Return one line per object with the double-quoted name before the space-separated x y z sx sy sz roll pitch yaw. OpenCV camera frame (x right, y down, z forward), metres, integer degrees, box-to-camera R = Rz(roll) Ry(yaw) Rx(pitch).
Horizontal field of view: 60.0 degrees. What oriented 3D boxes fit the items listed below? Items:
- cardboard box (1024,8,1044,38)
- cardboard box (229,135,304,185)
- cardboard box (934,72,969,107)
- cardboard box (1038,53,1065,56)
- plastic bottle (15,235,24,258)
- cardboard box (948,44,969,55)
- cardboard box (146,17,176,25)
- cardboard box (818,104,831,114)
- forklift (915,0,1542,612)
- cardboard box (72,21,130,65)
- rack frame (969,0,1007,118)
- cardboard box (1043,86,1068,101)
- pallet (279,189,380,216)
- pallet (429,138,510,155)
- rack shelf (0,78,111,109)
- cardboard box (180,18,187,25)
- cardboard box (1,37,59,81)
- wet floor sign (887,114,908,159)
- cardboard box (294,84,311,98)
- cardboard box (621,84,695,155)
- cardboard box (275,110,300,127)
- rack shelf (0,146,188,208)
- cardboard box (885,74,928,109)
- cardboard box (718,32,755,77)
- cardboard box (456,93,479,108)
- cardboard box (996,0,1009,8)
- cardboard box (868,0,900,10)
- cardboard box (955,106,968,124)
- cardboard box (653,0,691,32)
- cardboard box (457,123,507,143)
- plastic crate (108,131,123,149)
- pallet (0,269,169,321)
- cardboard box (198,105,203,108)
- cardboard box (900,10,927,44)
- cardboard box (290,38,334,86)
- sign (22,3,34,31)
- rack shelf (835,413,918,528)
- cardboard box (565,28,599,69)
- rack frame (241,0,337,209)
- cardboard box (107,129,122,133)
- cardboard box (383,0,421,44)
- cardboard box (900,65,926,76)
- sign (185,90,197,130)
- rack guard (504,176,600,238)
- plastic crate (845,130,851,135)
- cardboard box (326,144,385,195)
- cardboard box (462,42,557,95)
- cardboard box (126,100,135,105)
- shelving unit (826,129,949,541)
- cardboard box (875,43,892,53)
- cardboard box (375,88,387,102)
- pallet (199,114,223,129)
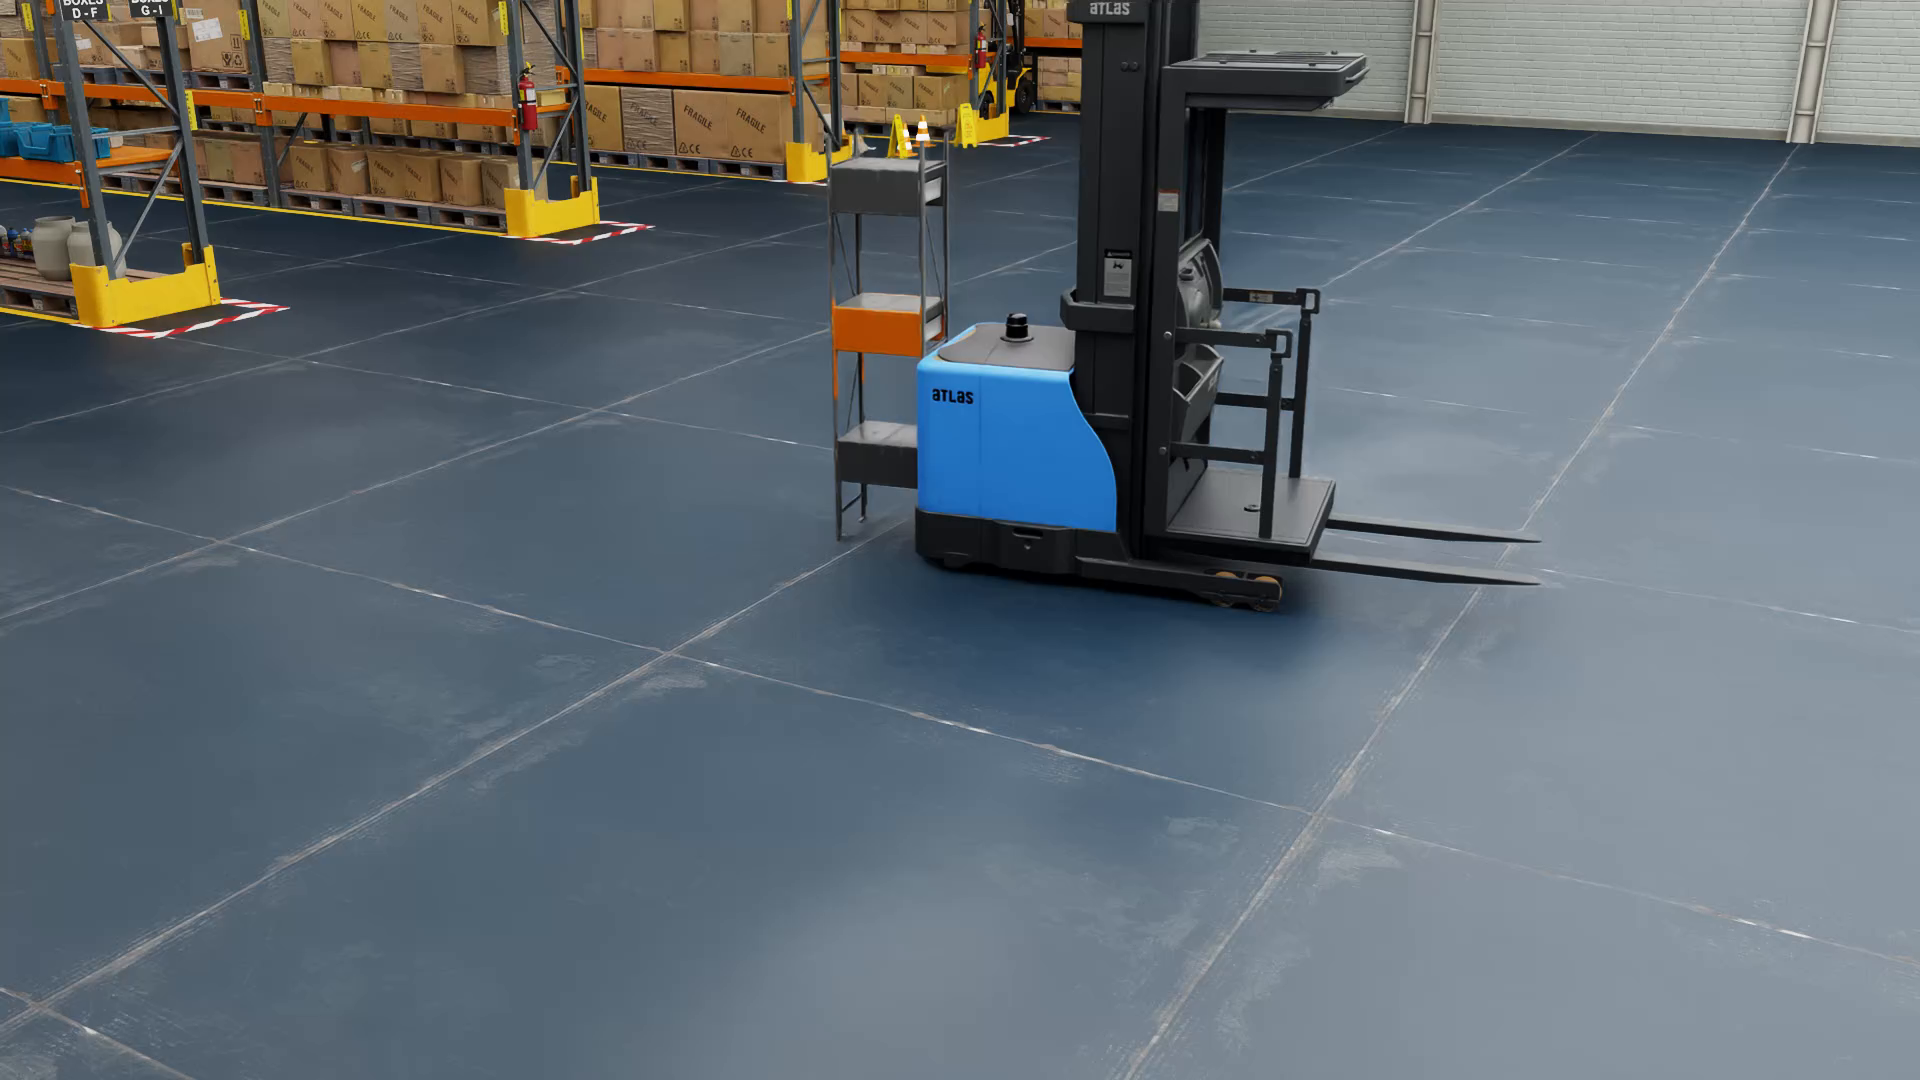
"cardboard box" 1.402 -9.478 30.449 0.500 0.500 0.500 10 22 26
"cardboard box" -8.413 -4.630 20.252 0.500 0.500 0.700 9 22 23
"cardboard box" -0.152 -7.253 26.777 0.500 0.500 0.500 10 22 26
"cardboard box" 1.659 -8.933 31.043 0.500 0.250 0.500 11 22 27
"plastic bottle" -8.714 -2.726 15.440 0.097 0.201 0.097 0 20 0
"cardboard box" 0.007 -7.656 25.939 0.250 0.149 0.380 12 23 29
"cardboard box" -12.924 -8.463 27.215 0.500 0.500 0.500 11 23 27
"cardboard box" -2.199 -7.081 27.404 0.500 0.250 0.500 12 23 30
"forklift" 1.346 -1.239 7.984 3.031 2.935 1.130 7 21 17
"cardboard box" -10.888 -6.322 21.132 0.500 0.500 0.500 8 21 21
"rack frame" 0.438 -7.775 25.901 0.127 3.000 1.000 11 23 27
"cardboard box" 1.862 -8.228 30.565 0.500 0.250 0.500 11 23 27
"pallet" -7.283 -4.078 19.798 1.213 0.211 1.003 11 23 27
"pallet" -7.159 -5.947 24.951 1.213 0.211 1.003 11 23 27
"rack shelf" -13.125 -6.150 22.475 4.000 0.370 1.077 11 23 27
"cardboard box" -12.244 -8.297 26.656 0.250 0.149 0.380 11 23 28
"cardboard box" -11.931 -6.211 21.441 0.500 0.500 0.500 12 23 29
"wet floor sign" -0.897 -5.763 23.805 0.232 0.644 0.267 7 21 18
"cardboard box" -7.402 -5.168 19.082 0.250 0.149 0.380 11 23 27
"cardboard box" -4.076 -5.874 23.160 0.875 0.875 0.875 11 23 28
"cardboard box" -10.495 -6.840 26.371 0.500 0.500 0.500 10 22 25
"rack shelf" -8.556 -3.345 14.742 4.000 0.370 1.077 11 23 27
"cardboard box" -0.846 -7.174 26.560 0.500 0.500 0.500 12 23 29
"cardboard box" -2.725 -6.488 22.133 0.550 0.550 0.875 11 23 27
"cardboard box" -5.206 -4.761 17.959 0.250 0.149 0.380 11 23 27
"cardboard box" 0.854 -9.876 30.595 0.250 0.149 0.380 10 22 26
"cardboard box" -1.048 -8.593 26.105 0.500 0.500 0.700 10 22 27
"cardboard box" -0.131 -6.896 26.895 0.500 0.250 0.500 11 22 27
"cardboard box" -3.667 -7.183 22.465 0.500 0.550 0.875 11 23 27
"cardboard box" -6.806 -6.328 24.594 0.750 0.750 1.050 11 23 27
"plastic crate" -7.435 -3.471 14.422 0.250 0.136 0.298 11 23 27
"pallet" -7.606 -2.175 14.551 1.213 0.211 1.003 11 23 27
"cardboard box" -12.794 -7.235 27.541 0.250 0.149 0.380 11 23 28
"cardboard box" -0.605 -8.055 26.089 0.500 0.500 0.500 11 23 27
"cardboard box" -7.105 -5.490 19.018 0.500 0.500 0.875 11 23 27
"sign" -11.647 -6.534 20.781 0.005 0.325 0.100 11 23 27
"rack shelf" -0.357 -0.350 8.845 0.480 0.518 0.431 6 21 17
"cardboard box" -5.052 -6.963 23.441 0.550 0.550 0.875 11 23 27
"rack frame" -7.887 -5.490 19.601 0.127 3.000 1.000 11 23 27
"cardboard box" -10.784 -5.082 21.496 0.500 0.500 0.700 10 22 24
"cardboard box" -5.870 -5.665 18.034 0.500 0.500 0.500 11 23 27
"cardboard box" -0.742 -7.434 26.326 0.250 0.149 0.380 12 23 29
"sign" -6.538 -3.644 14.105 0.005 0.325 0.100 11 23 27
"rack guard" -4.461 -3.662 18.229 0.348 0.500 1.175 11 23 27
"plastic crate" -2.083 -6.563 26.840 0.583 0.080 0.402 3 20 9
"cardboard box" -7.054 -4.341 19.483 0.500 0.500 0.500 -17 26 -39
"cardboard box" -4.862 -5.111 17.974 0.500 0.500 0.875 11 23 27
"cardboard box" -13.906 -7.474 28.199 0.250 0.149 0.380 10 22 25
"shelving unit" -0.357 -1.021 8.601 0.503 2.100 0.431 6 21 17
"cardboard box" -1.144 -7.847 26.468 0.250 0.149 0.380 11 22 27
"cardboard box" -6.290 -4.973 18.545 0.250 0.149 0.380 11 23 27
"pallet" -12.968 -7.071 28.048 1.213 0.211 1.003 11 23 27
